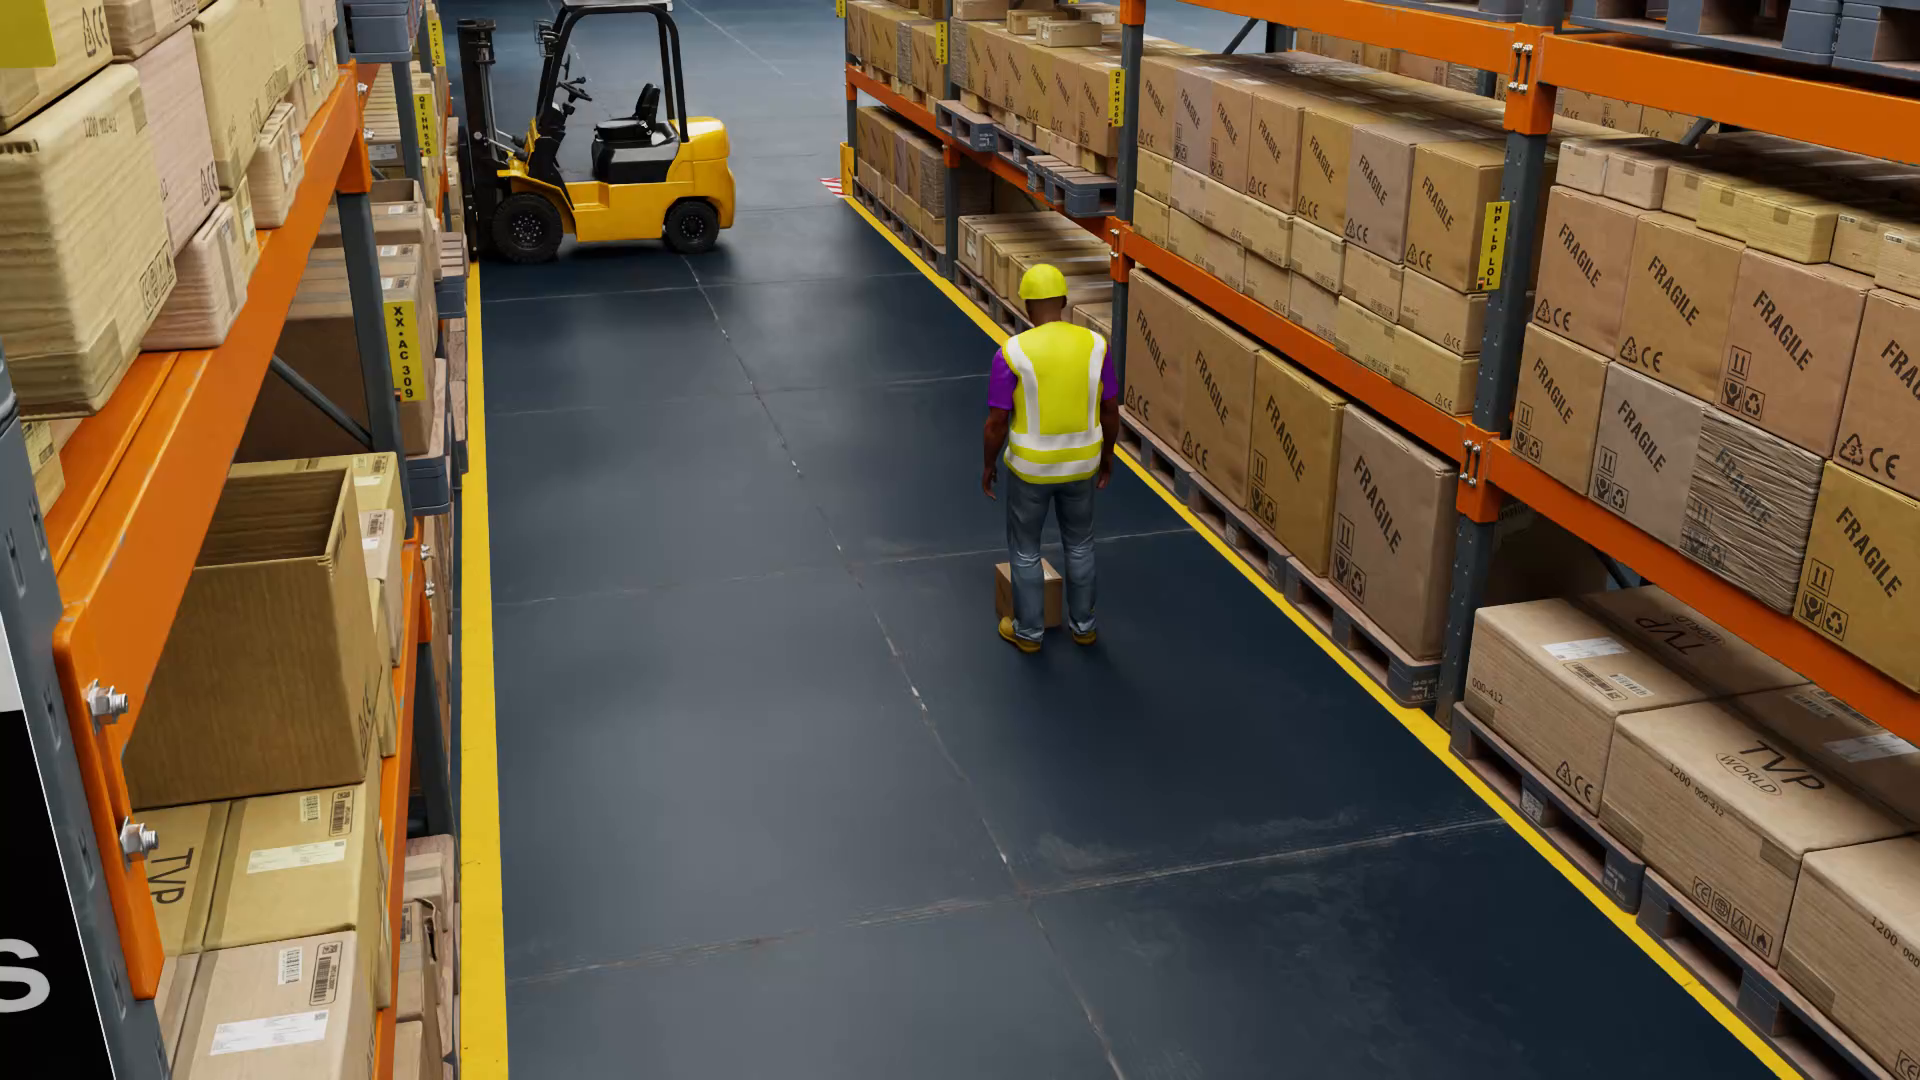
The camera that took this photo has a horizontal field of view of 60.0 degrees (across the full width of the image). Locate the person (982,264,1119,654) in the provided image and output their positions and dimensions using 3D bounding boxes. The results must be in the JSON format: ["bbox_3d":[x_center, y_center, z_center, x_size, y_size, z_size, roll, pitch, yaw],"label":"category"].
[{"bbox_3d":[0.397,-0.351,7.406,0.626,1.761,0.458,-6,24,-14],"label":"person"}]
